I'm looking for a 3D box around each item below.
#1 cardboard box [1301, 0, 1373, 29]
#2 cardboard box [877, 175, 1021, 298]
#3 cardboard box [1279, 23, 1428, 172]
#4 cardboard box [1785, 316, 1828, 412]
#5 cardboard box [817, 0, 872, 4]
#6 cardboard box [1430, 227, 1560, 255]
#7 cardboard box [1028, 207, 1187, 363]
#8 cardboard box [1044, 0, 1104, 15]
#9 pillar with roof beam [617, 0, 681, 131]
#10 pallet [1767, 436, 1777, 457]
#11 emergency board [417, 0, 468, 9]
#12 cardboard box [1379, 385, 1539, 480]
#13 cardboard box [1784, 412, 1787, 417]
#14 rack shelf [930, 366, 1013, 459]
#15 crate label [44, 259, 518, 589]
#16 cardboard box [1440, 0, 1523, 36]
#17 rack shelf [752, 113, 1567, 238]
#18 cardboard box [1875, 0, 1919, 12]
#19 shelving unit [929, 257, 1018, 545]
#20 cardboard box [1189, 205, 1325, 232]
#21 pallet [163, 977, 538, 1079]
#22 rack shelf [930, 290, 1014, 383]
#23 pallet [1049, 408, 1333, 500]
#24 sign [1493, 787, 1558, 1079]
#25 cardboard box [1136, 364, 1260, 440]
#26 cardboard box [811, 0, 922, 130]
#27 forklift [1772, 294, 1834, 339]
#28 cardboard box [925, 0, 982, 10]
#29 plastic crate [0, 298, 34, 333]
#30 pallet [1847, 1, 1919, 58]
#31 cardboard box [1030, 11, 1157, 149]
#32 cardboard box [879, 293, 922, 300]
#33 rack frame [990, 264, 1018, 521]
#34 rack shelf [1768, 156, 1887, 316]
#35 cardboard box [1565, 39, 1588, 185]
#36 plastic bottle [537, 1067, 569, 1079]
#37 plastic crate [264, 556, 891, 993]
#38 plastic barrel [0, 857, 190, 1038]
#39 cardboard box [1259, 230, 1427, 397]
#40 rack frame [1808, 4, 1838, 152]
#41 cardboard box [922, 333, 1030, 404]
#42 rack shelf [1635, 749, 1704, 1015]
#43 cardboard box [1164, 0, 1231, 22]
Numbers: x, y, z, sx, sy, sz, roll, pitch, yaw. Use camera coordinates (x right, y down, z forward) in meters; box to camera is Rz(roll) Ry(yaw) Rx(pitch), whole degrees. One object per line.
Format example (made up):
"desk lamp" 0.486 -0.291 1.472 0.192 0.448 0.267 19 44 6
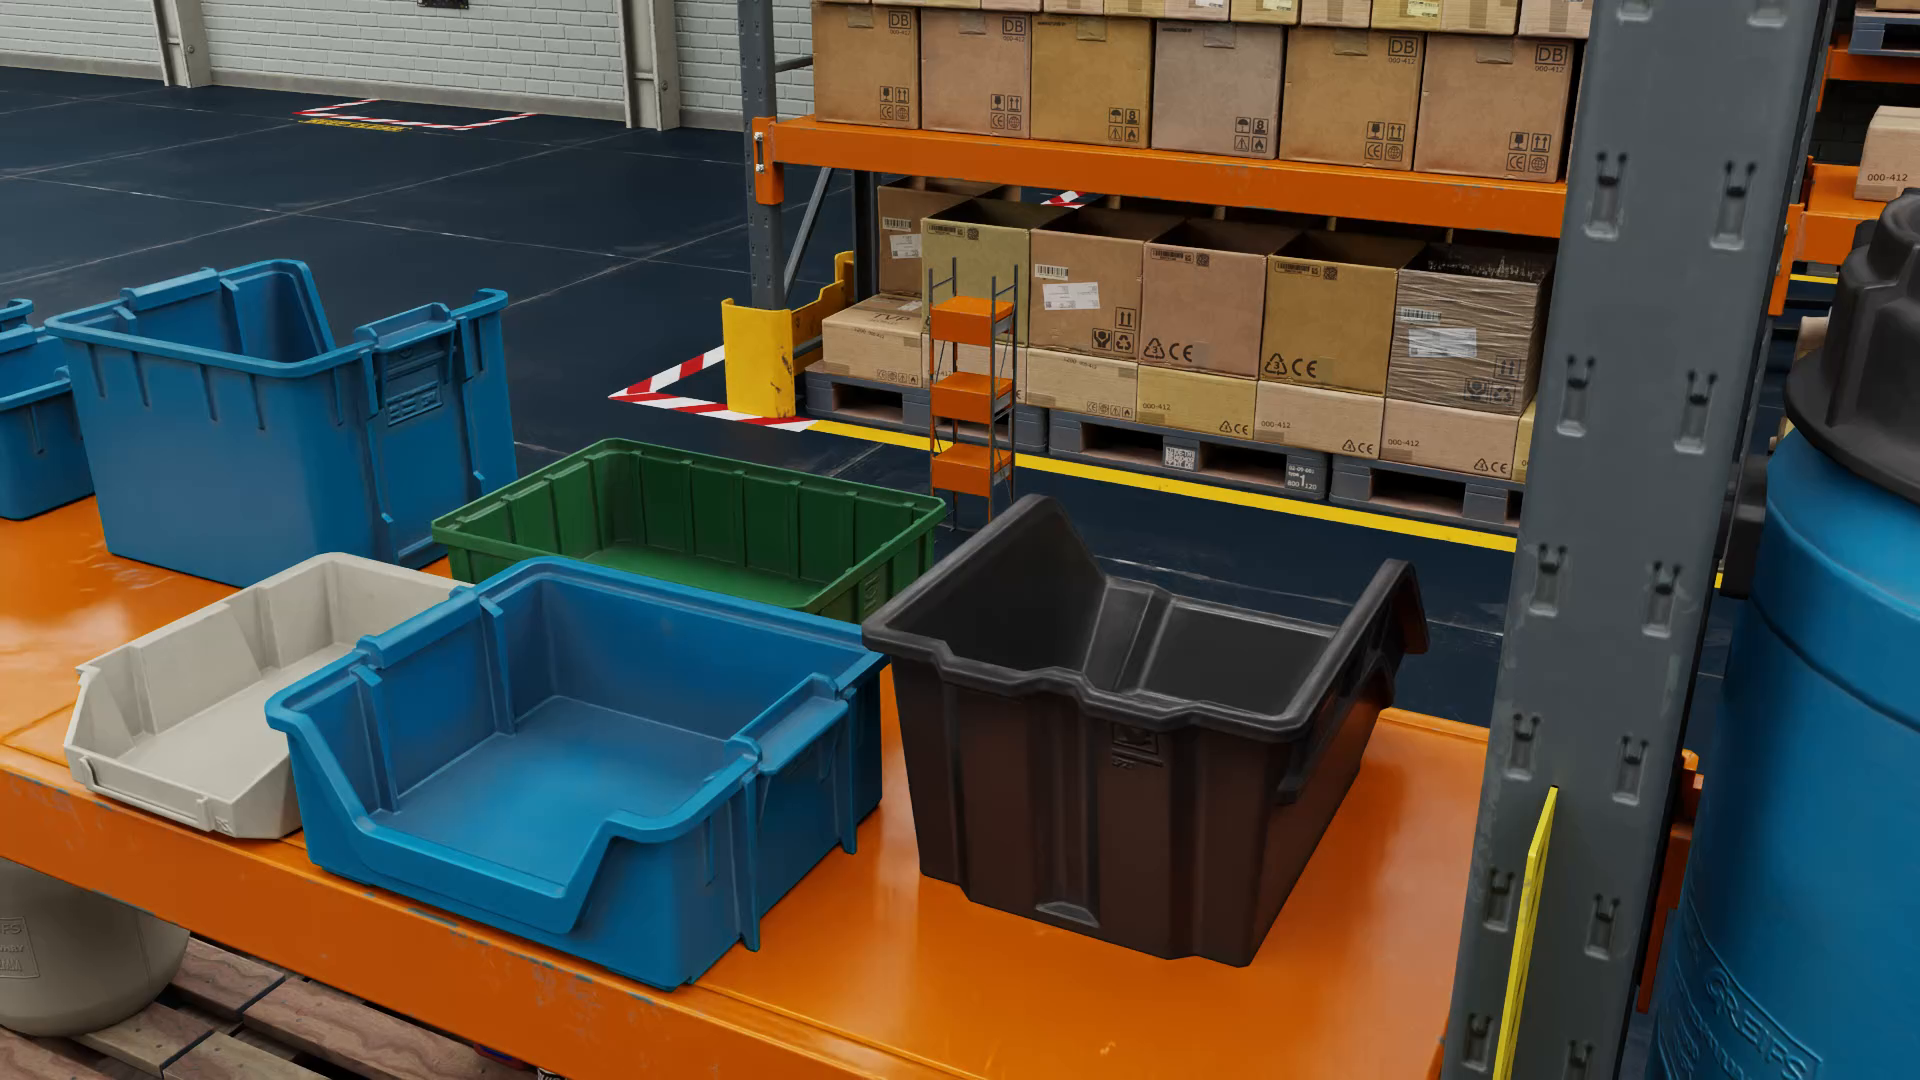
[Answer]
"cardboard box" 1.440 -1.987 6.132 0.250 0.149 0.380 12 26 26
"cardboard box" -0.045 -1.433 7.805 0.500 0.500 0.500 11 25 25
"cardboard box" 1.593 -1.747 6.398 0.500 0.500 0.700 12 26 25
"cardboard box" 3.402 -0.659 6.227 0.500 0.311 0.500 11 25 25
"cardboard box" -0.405 -2.351 6.988 0.250 0.149 0.380 11 25 24
"cardboard box" 2.189 -0.994 6.773 0.500 0.500 0.500 11 25 25
"cardboard box" 0.619 -1.080 6.975 0.500 0.500 0.500 11 25 25
"cardboard box" 0.517 -2.169 6.561 0.250 0.149 0.380 10 25 23
"pillar with roof beam" -4.709 -6.377 9.746 0.400 9.000 9.100 11 25 25
"pallet" 3.586 -0.045 6.085 1.213 0.211 1.003 11 25 25
"emergency board" -4.954 -5.577 15.531 0.626 1.169 0.157 11 25 25
"cardboard box" 1.957 -0.470 6.498 0.500 0.250 0.500 11 25 25
"cardboard box" 3.412 -0.400 6.335 0.500 0.250 0.500 11 25 24
"rack shelf" 0.048 -0.464 6.026 0.240 0.259 0.215 11 25 25
"crate label" -1.132 -0.207 2.859 0.616 0.435 0.502 11 25 25
"cardboard box" 1.883 -1.898 5.923 0.250 0.149 0.380 11 25 24
"rack shelf" 1.127 -1.466 6.785 4.000 0.370 1.077 11 25 25
"cardboard box" 5.582 -3.322 9.538 0.500 0.500 0.700 11 26 25
"shelving unit" 0.048 -0.474 6.022 0.252 1.050 0.215 11 25 25
"cardboard box" 1.299 -1.173 7.193 0.500 0.500 0.500 11 25 25
"pallet" -1.000 1.220 3.111 1.213 0.211 1.003 11 25 25
"rack shelf" 0.048 -0.725 5.915 0.240 0.259 0.215 11 25 25
"pallet" 1.128 -0.531 7.229 1.213 0.211 1.003 11 25 25
"sign" 0.415 0.348 1.246 0.005 0.325 0.100 11 25 25
"cardboard box" 1.058 -0.641 6.901 0.500 0.250 0.500 11 25 25
"cardboard box" -0.247 -2.110 7.250 0.500 0.500 0.700 11 25 25
"forklift" 3.490 -2.352 8.036 3.031 2.935 1.130 5 24 12
"cardboard box" 0.054 -2.260 6.776 0.250 0.149 0.380 11 26 25
"plastic crate" -2.315 -0.369 3.475 0.616 0.251 0.499 11 25 25
"pallet" 5.760 -2.901 9.484 1.213 0.211 1.003 11 25 25
"cardboard box" 0.664 -1.929 6.825 0.500 0.500 0.700 11 26 25
"cardboard box" -0.046 -1.087 7.950 0.500 0.250 0.500 11 25 25
"rack frame" 0.157 -0.452 5.972 0.008 1.050 0.200 11 25 25
"rack shelf" 4.696 -0.760 5.124 4.000 0.370 1.077 11 25 25
"cardboard box" 2.513 -1.567 5.973 0.500 0.500 0.700 10 25 23
"plastic bottle" -0.763 0.961 3.172 0.097 0.201 0.097 0 23 0
"plastic crate" -0.437 0.253 2.013 0.616 0.251 0.499 11 25 25
"plastic barrel" -1.827 0.708 3.394 0.421 0.512 0.421 0 23 0
"cardboard box" 1.510 -0.902 6.557 0.500 0.500 0.500 11 25 25
"rack frame" 5.143 -3.175 9.883 0.127 3.000 1.000 11 25 25
"cardboard box" 0.168 -0.819 7.320 0.500 0.250 0.500 11 25 25
"rack shelf" 2.458 0.969 1.057 4.000 0.370 1.077 11 25 25
"cardboard box" 0.966 -2.079 6.349 0.250 0.149 0.380 11 26 25
